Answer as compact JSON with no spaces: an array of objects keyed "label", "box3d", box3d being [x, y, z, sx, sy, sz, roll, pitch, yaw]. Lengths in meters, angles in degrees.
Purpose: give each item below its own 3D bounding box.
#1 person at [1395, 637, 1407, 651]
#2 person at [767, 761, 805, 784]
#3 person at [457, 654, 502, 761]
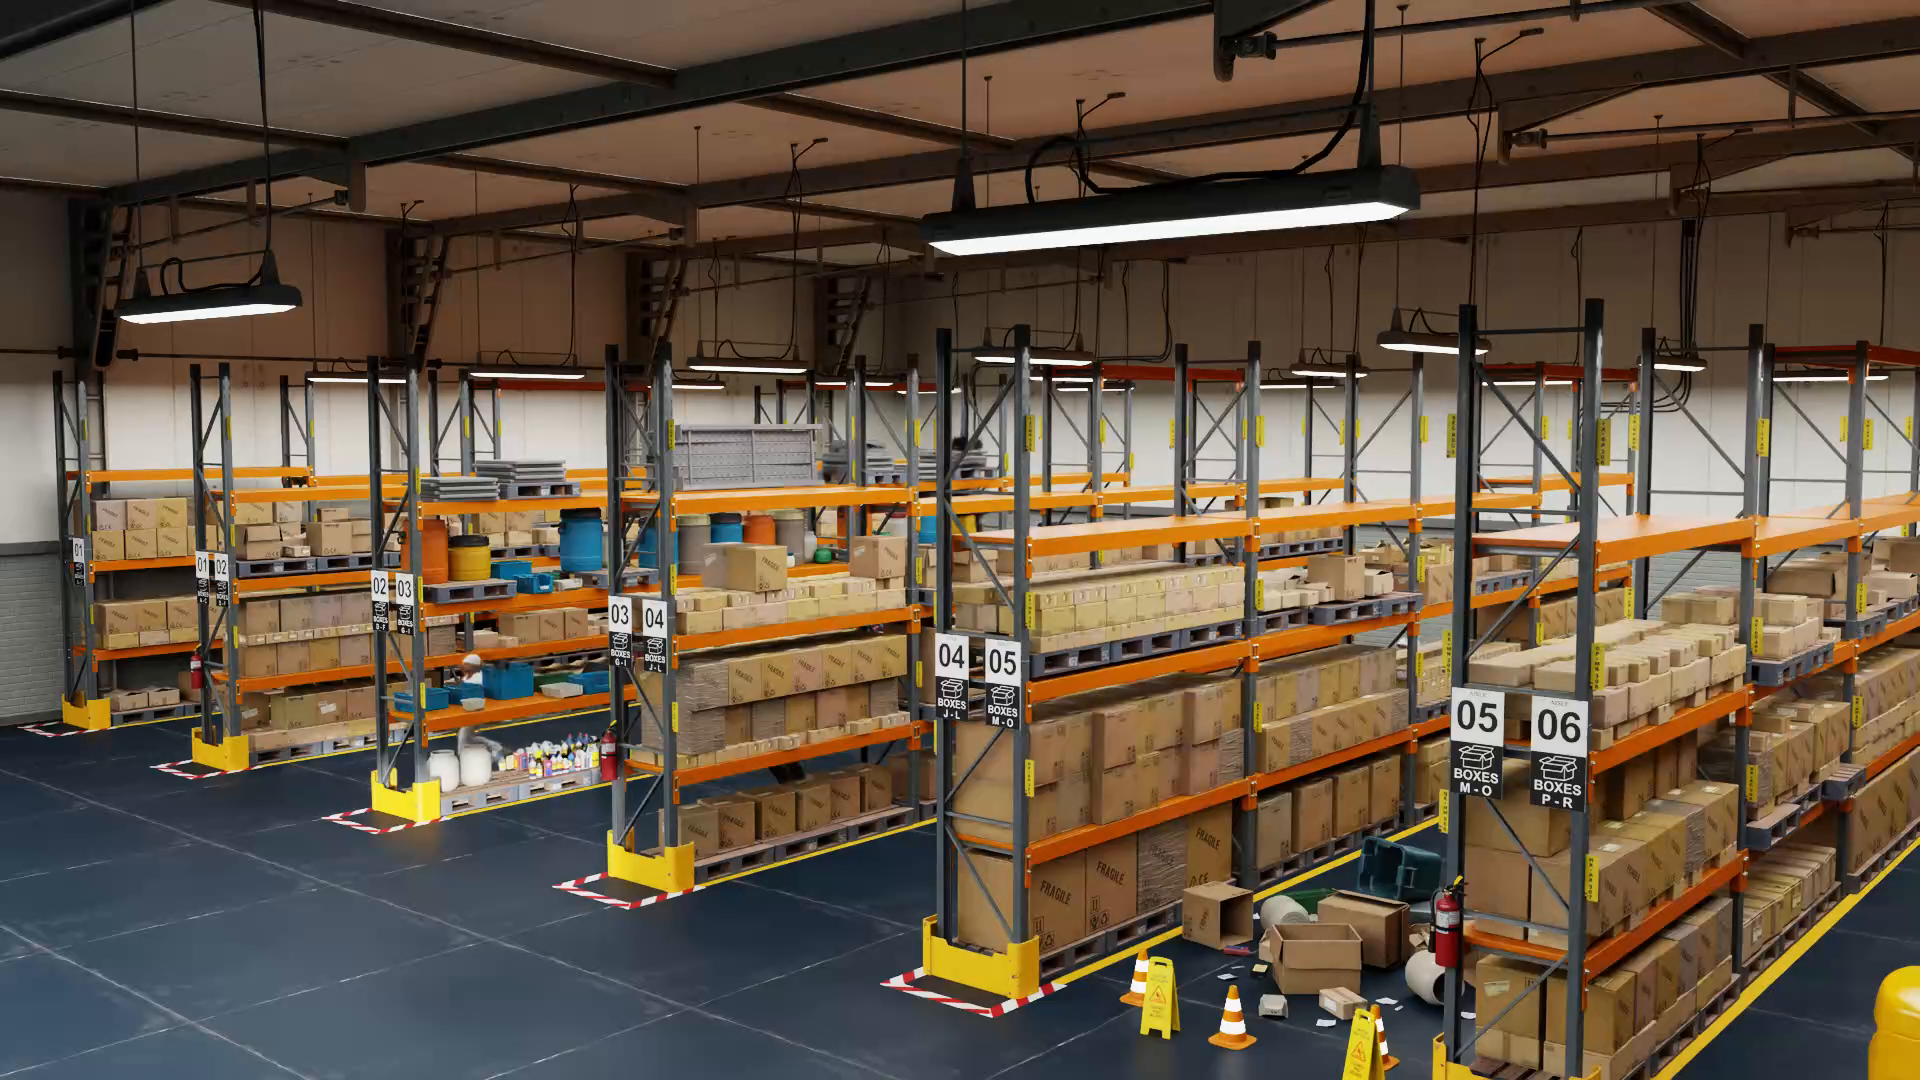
[{"label":"person","box3d":[6.896,2.423,25.857,0.638,1.835,0.777,4,5,41]},{"label":"person","box3d":[-2.325,2.657,22.528,0.699,1.742,0.758,3,5,39]},{"label":"person","box3d":[-7.110,2.535,24.229,0.938,1.749,0.716,-3,5,-36]}]
